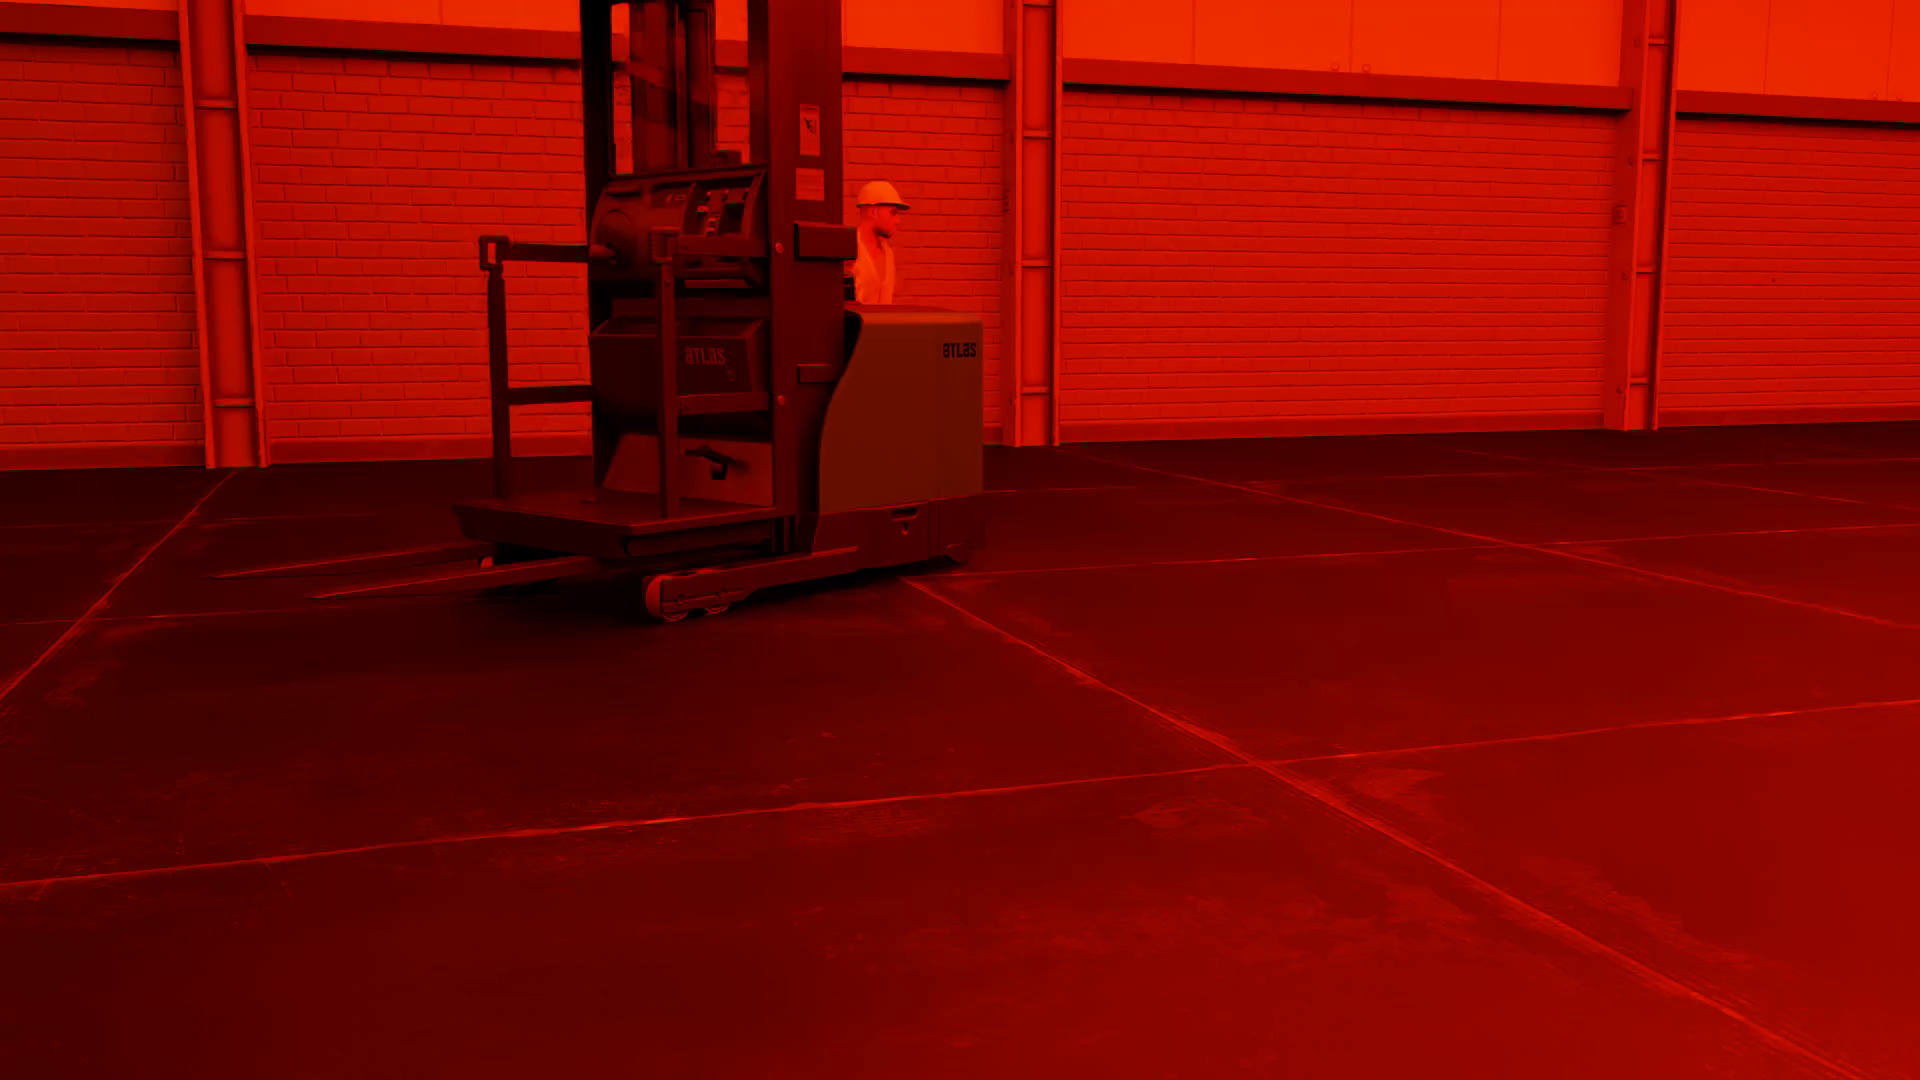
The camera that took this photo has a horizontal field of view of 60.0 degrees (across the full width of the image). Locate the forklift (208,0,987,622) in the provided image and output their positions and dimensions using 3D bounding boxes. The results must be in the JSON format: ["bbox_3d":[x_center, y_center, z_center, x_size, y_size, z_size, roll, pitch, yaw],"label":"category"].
[{"bbox_3d":[-1.220,-1.242,6.178,1.130,2.935,3.031,6,10,40],"label":"forklift"}]

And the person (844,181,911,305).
[{"bbox_3d":[-0.496,-0.963,8.596,0.454,1.749,0.879,5,9,33],"label":"person"}]
